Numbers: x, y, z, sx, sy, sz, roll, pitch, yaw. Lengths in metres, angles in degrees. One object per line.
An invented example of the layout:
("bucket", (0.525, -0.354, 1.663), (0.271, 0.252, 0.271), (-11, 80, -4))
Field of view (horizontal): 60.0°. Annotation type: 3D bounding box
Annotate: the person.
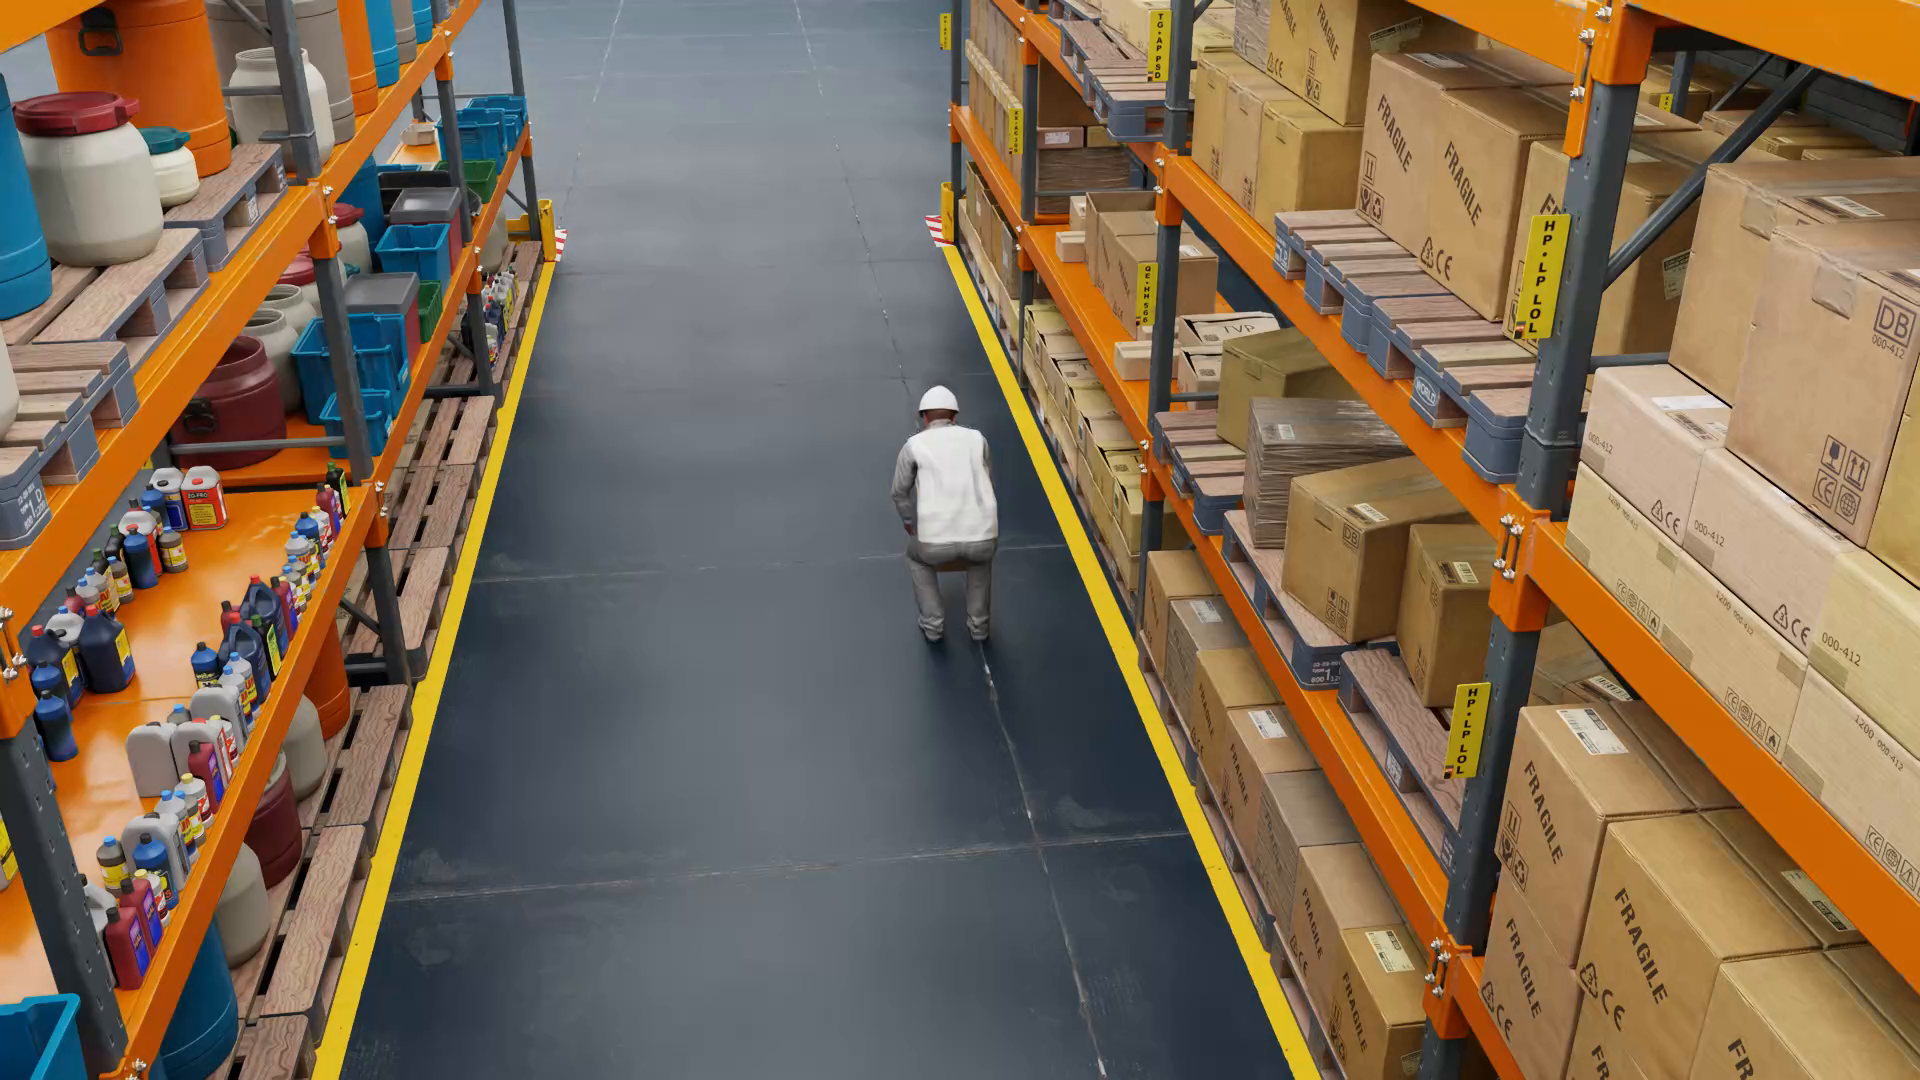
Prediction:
("person", (-0.079, -0.114, 9.269), (0.590, 1.363, 0.797), (-3, 27, -6))
